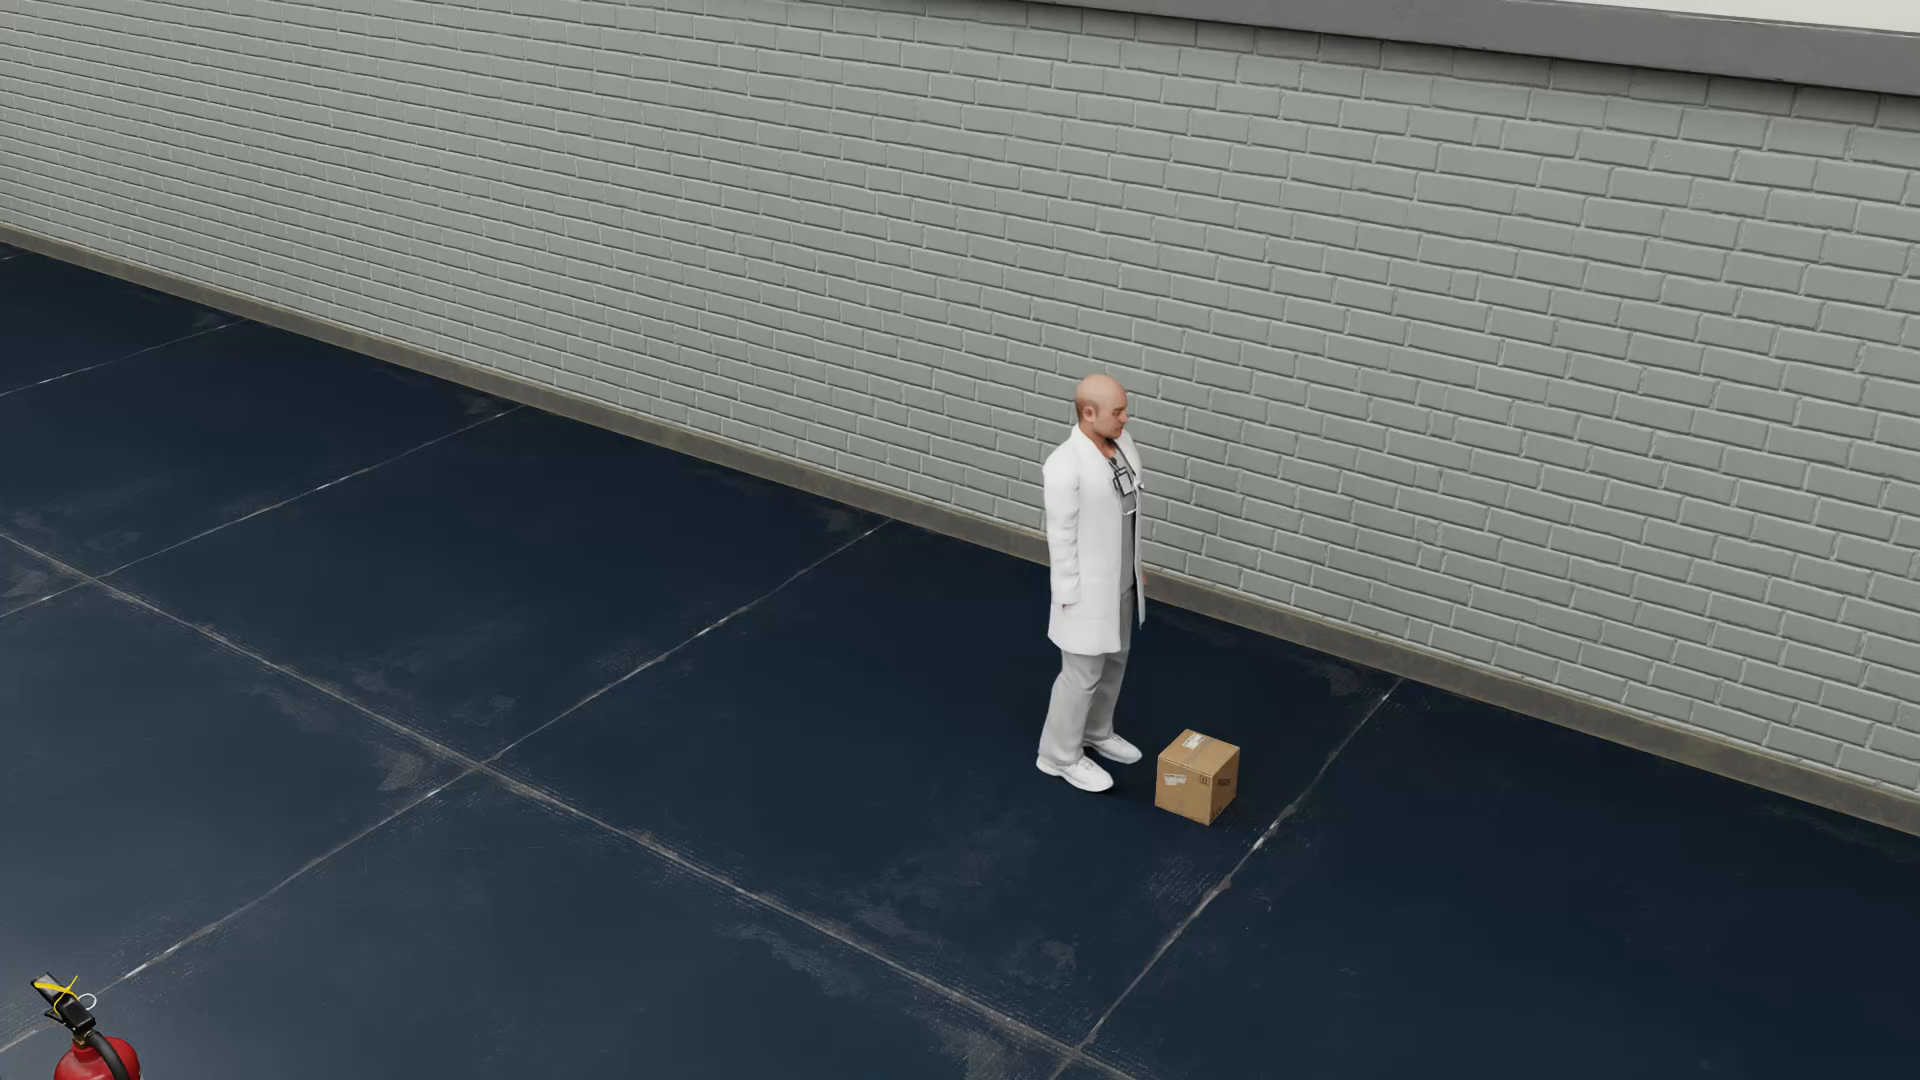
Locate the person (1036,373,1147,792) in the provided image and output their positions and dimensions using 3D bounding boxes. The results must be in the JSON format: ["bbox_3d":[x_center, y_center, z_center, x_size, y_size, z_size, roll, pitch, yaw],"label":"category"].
[{"bbox_3d":[0.573,0.170,6.806,0.385,1.782,0.562,18,32,32],"label":"person"}]
